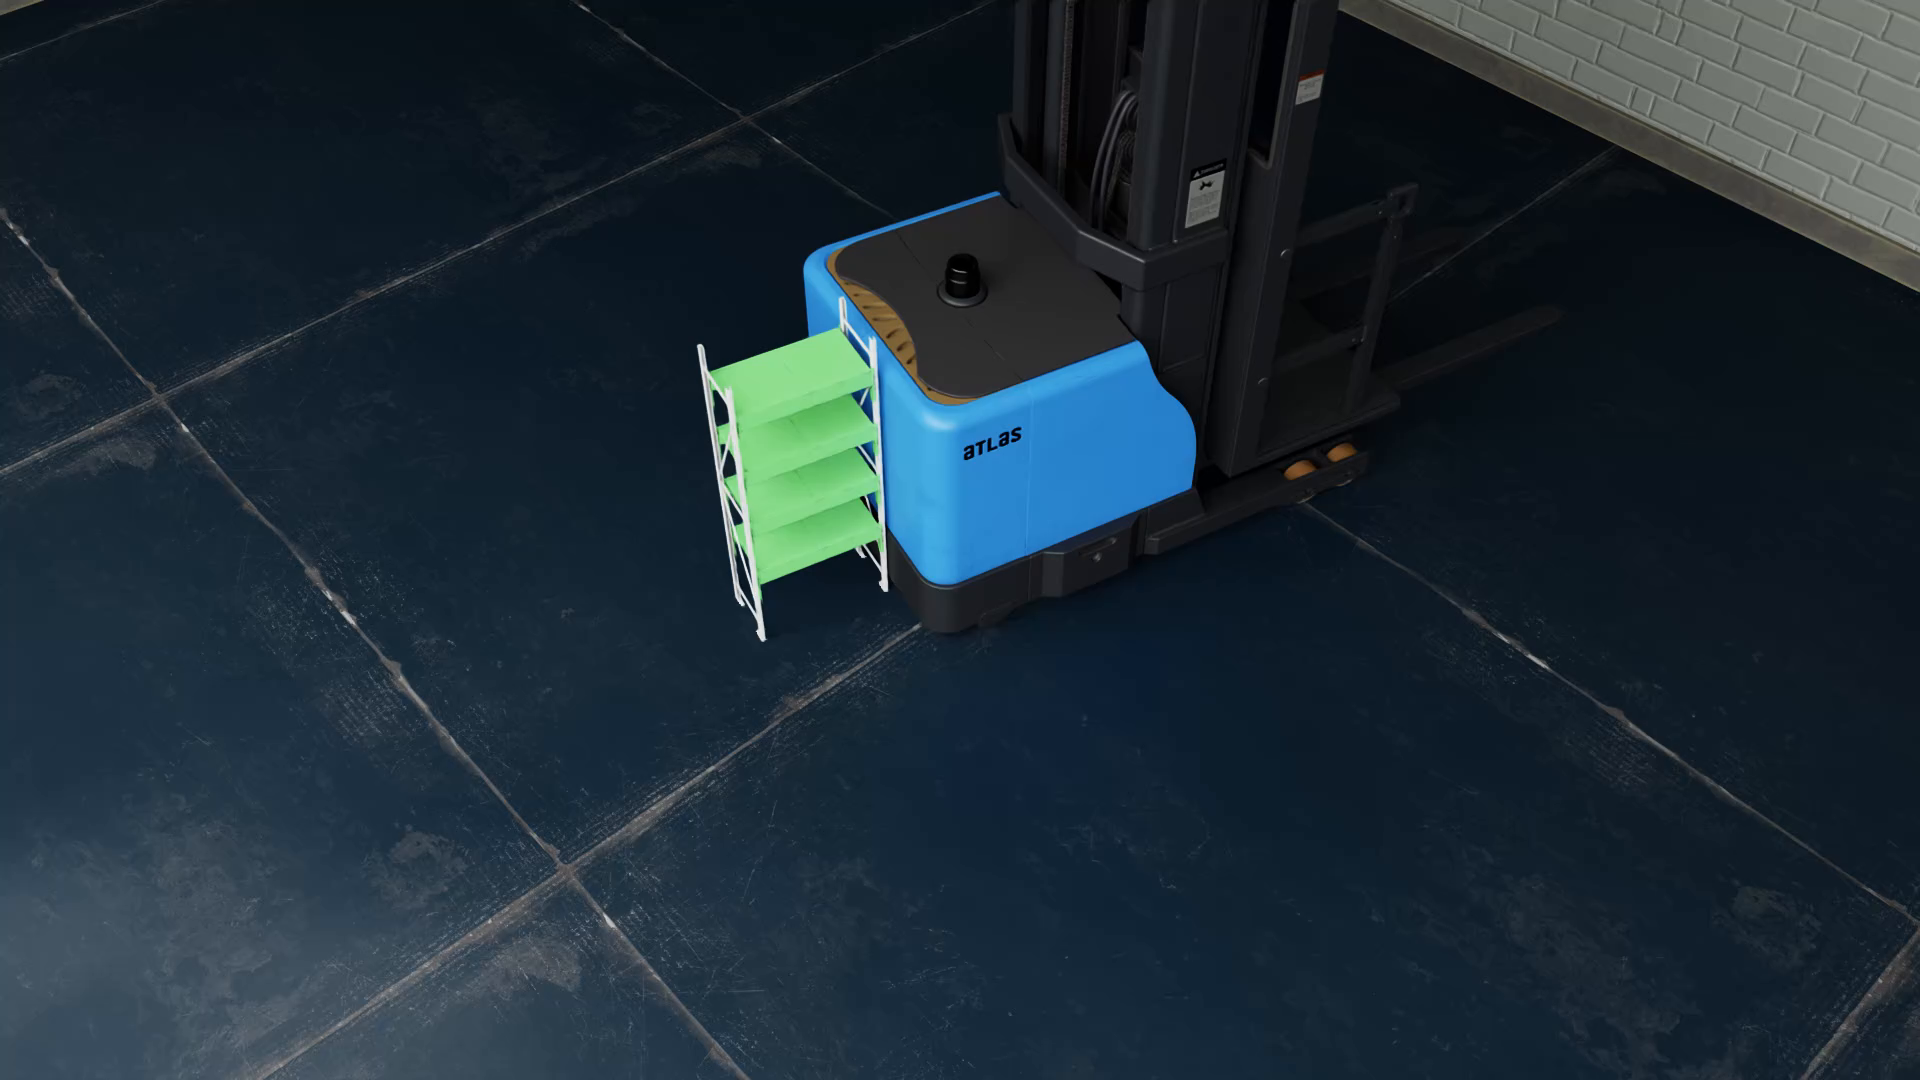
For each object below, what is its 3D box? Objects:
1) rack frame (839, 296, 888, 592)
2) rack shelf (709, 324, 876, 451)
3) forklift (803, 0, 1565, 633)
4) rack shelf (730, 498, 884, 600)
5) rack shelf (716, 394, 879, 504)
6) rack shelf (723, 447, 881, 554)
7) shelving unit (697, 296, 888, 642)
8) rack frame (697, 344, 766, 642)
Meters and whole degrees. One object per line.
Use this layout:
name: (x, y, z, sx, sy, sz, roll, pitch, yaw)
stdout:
rack frame: (-0.326, -0.295, 5.706, 0.015, 1.200, 0.240, -22, 51, -19)
rack shelf: (-0.540, -0.492, 5.321, 0.480, 0.148, 0.258, -22, 51, -19)
forklift: (0.990, -1.458, 5.601, 3.031, 2.935, 1.130, -22, 51, -19)
rack shelf: (-0.540, -0.004, 5.851, 0.480, 0.148, 0.258, -22, 51, -19)
rack shelf: (-0.540, -0.329, 5.498, 0.480, 0.148, 0.258, -22, 51, -19)
rack shelf: (-0.540, -0.166, 5.674, 0.480, 0.148, 0.258, -22, 51, -19)
shelving unit: (-0.540, -0.210, 5.627, 0.503, 1.200, 0.258, -22, 51, -19)
rack frame: (-0.755, -0.124, 5.548, 0.015, 1.200, 0.240, -22, 51, -19)
